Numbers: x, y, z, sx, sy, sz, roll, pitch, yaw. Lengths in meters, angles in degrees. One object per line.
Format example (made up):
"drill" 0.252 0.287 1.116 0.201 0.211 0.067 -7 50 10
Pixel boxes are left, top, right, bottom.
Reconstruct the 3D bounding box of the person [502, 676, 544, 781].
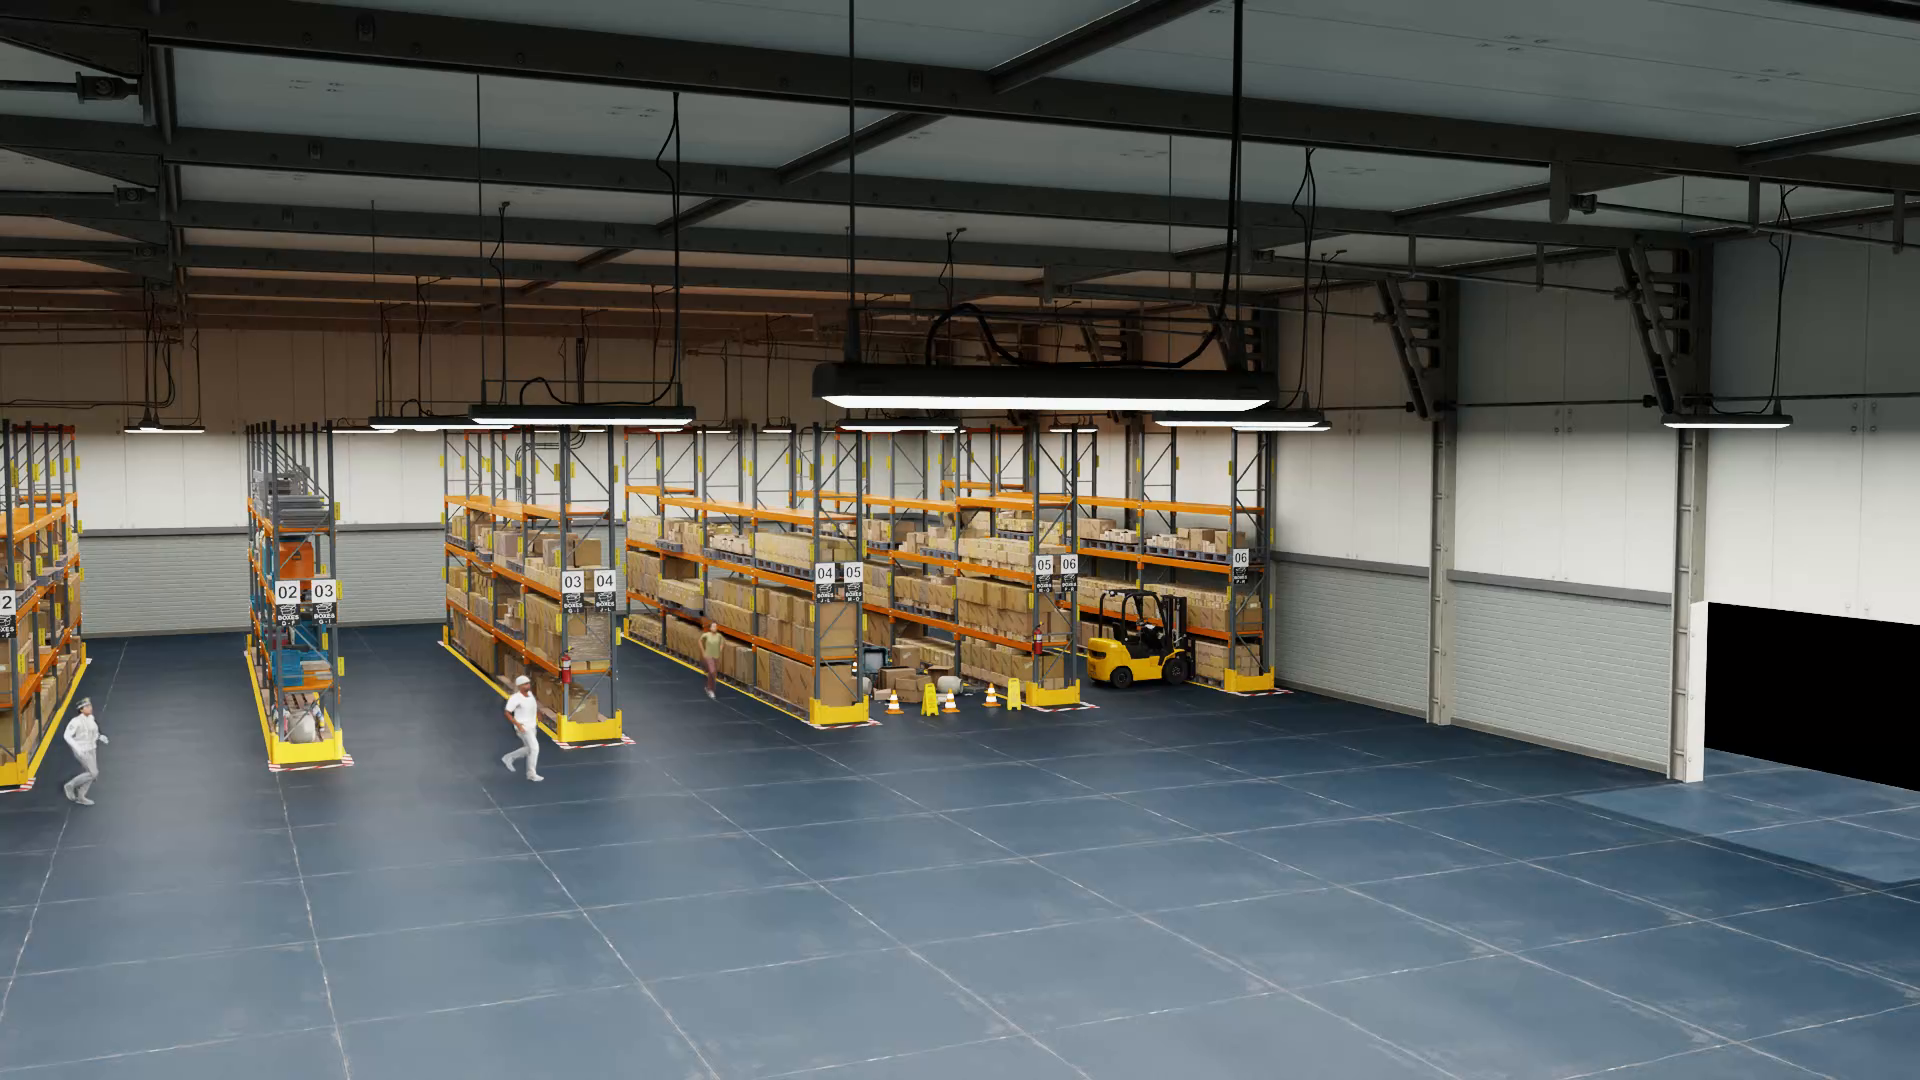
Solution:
"person" -7.288 3.128 27.707 0.751 1.754 0.692 1 4 11

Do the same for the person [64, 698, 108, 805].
"person" -13.593 3.279 25.888 0.569 1.669 0.605 0 4 4

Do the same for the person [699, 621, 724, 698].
"person" -5.448 2.618 36.568 0.493 1.700 0.799 -2 4 -34
